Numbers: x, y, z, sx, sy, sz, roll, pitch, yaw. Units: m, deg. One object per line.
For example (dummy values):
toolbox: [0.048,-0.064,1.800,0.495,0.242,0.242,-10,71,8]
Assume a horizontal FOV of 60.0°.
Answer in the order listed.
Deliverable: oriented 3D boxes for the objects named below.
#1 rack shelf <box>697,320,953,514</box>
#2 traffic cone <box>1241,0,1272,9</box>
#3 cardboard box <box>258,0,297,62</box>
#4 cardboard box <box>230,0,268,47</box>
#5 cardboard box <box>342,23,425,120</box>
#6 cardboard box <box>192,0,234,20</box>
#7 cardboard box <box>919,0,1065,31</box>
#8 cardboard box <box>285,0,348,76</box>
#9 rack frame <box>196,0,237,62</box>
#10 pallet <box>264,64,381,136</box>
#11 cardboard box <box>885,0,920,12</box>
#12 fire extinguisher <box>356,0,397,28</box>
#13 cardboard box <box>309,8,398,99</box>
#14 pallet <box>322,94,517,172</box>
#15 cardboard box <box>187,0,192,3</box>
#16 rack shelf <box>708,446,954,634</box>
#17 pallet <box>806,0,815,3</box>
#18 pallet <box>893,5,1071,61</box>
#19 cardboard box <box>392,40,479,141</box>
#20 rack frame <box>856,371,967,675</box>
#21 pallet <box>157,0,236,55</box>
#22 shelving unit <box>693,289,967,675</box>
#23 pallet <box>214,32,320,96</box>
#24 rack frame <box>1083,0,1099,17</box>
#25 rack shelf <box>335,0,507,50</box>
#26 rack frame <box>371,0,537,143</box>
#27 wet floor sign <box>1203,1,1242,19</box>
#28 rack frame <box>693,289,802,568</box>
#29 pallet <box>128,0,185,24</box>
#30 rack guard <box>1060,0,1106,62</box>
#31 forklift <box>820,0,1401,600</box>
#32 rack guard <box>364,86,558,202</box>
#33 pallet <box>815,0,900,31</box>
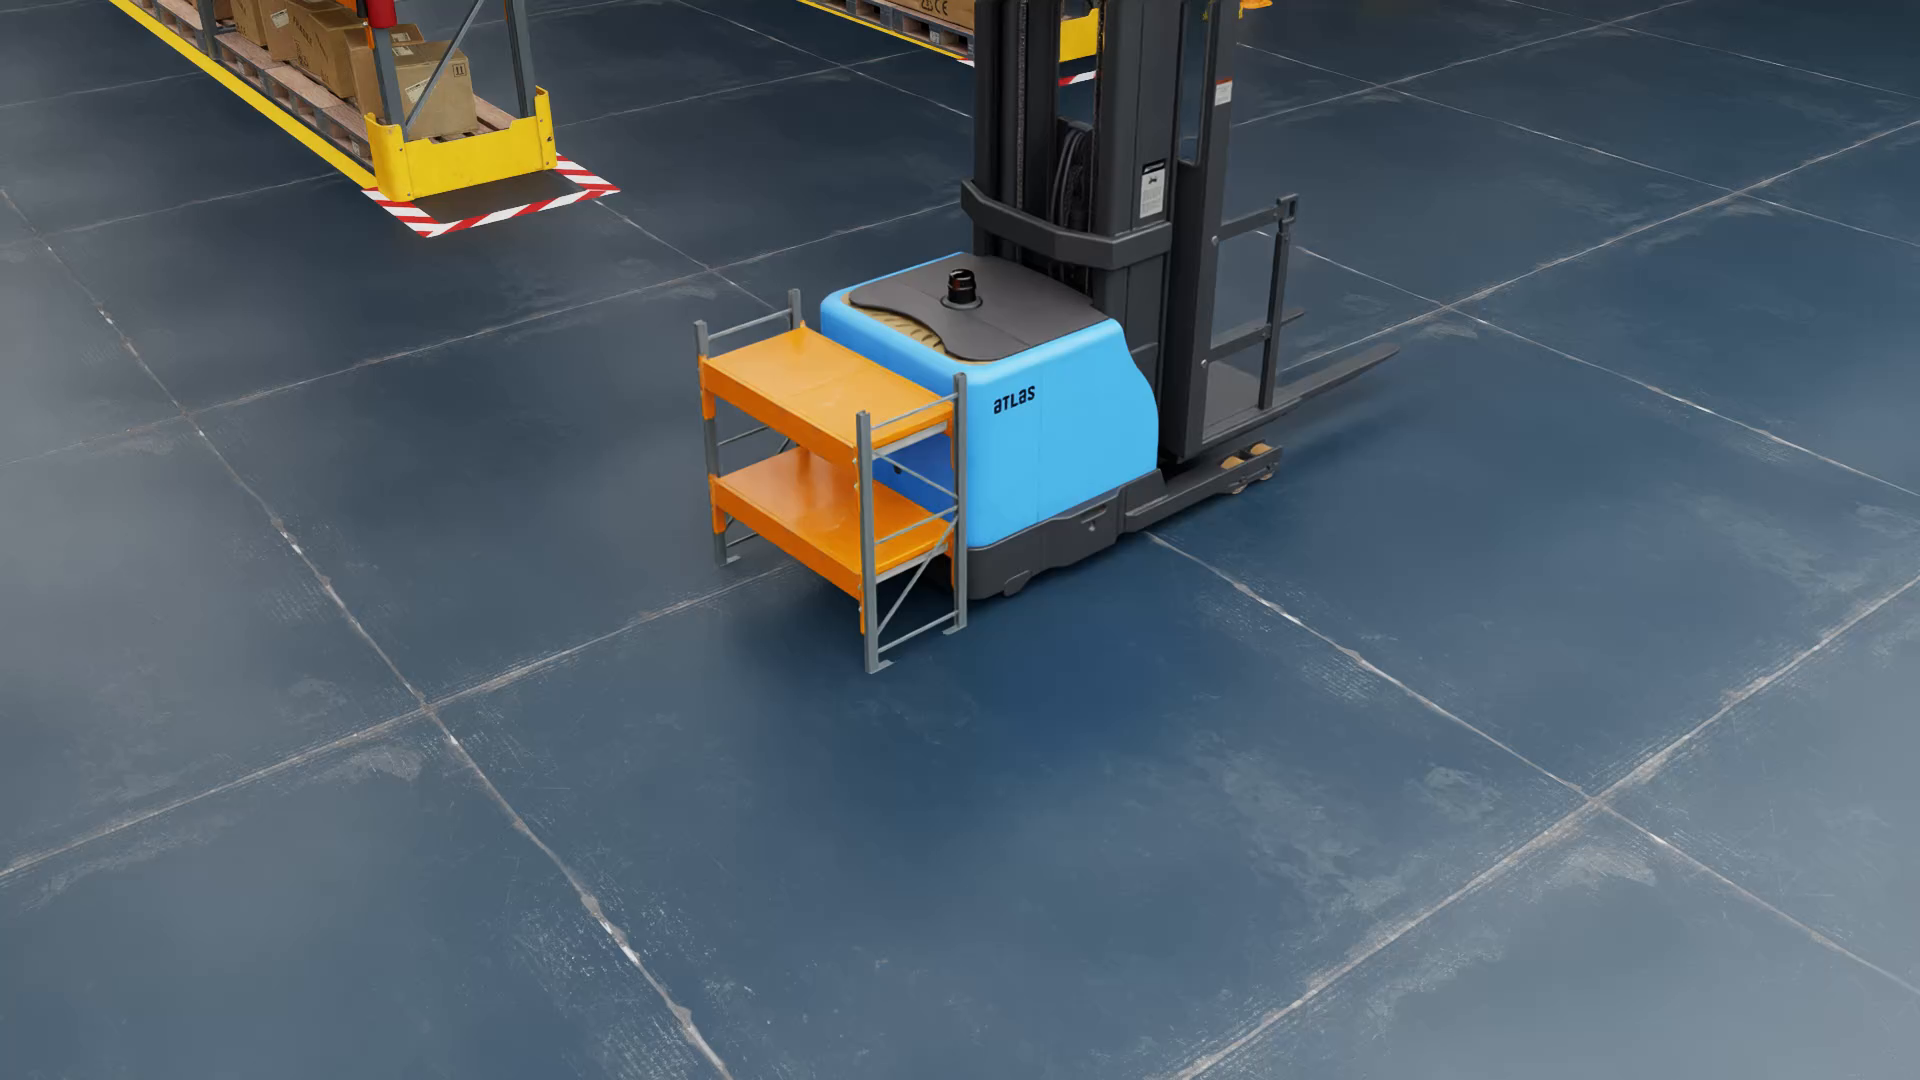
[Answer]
rack shelf: [-0.507,-0.500,6.434,0.538,0.278,1.000,-25,40,-34]
traffic cone: [2.630,-5.067,14.970,0.336,0.463,0.334,-22,38,-31]
cardboard box: [-5.129,-4.045,12.892,0.500,0.500,0.500,-11,33,-16]
cardboard box: [-5.486,-4.282,13.272,0.500,0.500,0.500,-24,39,-33]
cardboard box: [-4.010,-3.298,11.688,0.500,0.500,0.500,-12,34,-19]
cardboard box: [-6.059,-4.733,13.979,0.700,0.500,0.500,-26,40,-35]
cardboard box: [0.265,-4.777,13.715,0.875,0.875,0.875,-22,38,-31]
cardboard box: [-4.686,-3.812,12.516,0.500,0.500,0.500,-26,40,-35]
rack frame: [-5.700,-5.345,13.012,1.000,3.000,0.127,-22,38,-31]
pallet: [-4.508,-3.383,12.497,1.003,0.211,1.213,-22,38,-31]
cardboard box: [-0.276,-5.143,14.304,0.875,0.875,0.875,-23,39,-32]
fire extinguisher: [-3.541,-3.448,10.032,0.296,0.674,0.183,-22,38,-31]
cardboard box: [-4.379,-3.565,12.118,0.500,0.500,0.500,-19,36,-27]
pallet: [-3.764,-2.875,11.679,1.003,0.211,1.213,-22,38,-31]
cardboard box: [-6.337,-4.938,14.309,0.700,0.500,0.500,-23,38,-32]
rack shelf: [-0.507,-0.043,6.717,0.538,0.278,1.000,-25,40,-34]
pallet: [-1.315,-5.381,15.713,1.003,0.211,1.213,-22,38,-31]
pallet: [0.181,-4.364,14.076,1.003,0.211,1.213,-22,38,-31]
cardboard box: [-3.617,-3.060,11.305,0.500,0.500,0.500,-15,35,-23]
rack frame: [-0.170,-0.050,6.265,0.500,1.125,0.032,-25,40,-34]
pallet: [-6.178,-4.484,14.270,1.003,0.211,1.213,-22,38,-31]
shelving unit: [-0.507,-0.251,6.588,0.538,1.125,1.048,-25,40,-34]
pallet: [-5.260,-3.892,13.316,1.003,0.211,1.213,-22,38,-31]
rack frame: [0.733,-5.240,12.844,1.000,3.000,0.127,-22,38,-31]
rack shelf: [-4.473,-4.206,11.860,1.077,0.370,4.000,-22,38,-31]
rack frame: [-3.247,-3.678,10.328,1.000,3.000,0.127,-22,38,-31]
wet floor sign: [2.315,-4.869,14.477,0.232,0.644,0.267,26,40,35]
rack frame: [-0.844,-0.452,6.911,0.500,1.125,0.032,-25,40,-34]
pallet: [-6.931,-4.993,15.089,1.003,0.211,1.213,-22,38,-31]
rack guard: [0.748,-4.168,13.488,1.175,0.500,0.348,-22,38,-31]
forklift: [0.859,-1.646,7.123,3.031,2.935,1.130,-24,39,-33]
rack guard: [-3.294,-2.648,11.039,1.175,0.500,0.348,-22,38,-31]
pallet: [-0.563,-4.872,14.894,1.003,0.211,1.213,-22,38,-31]
